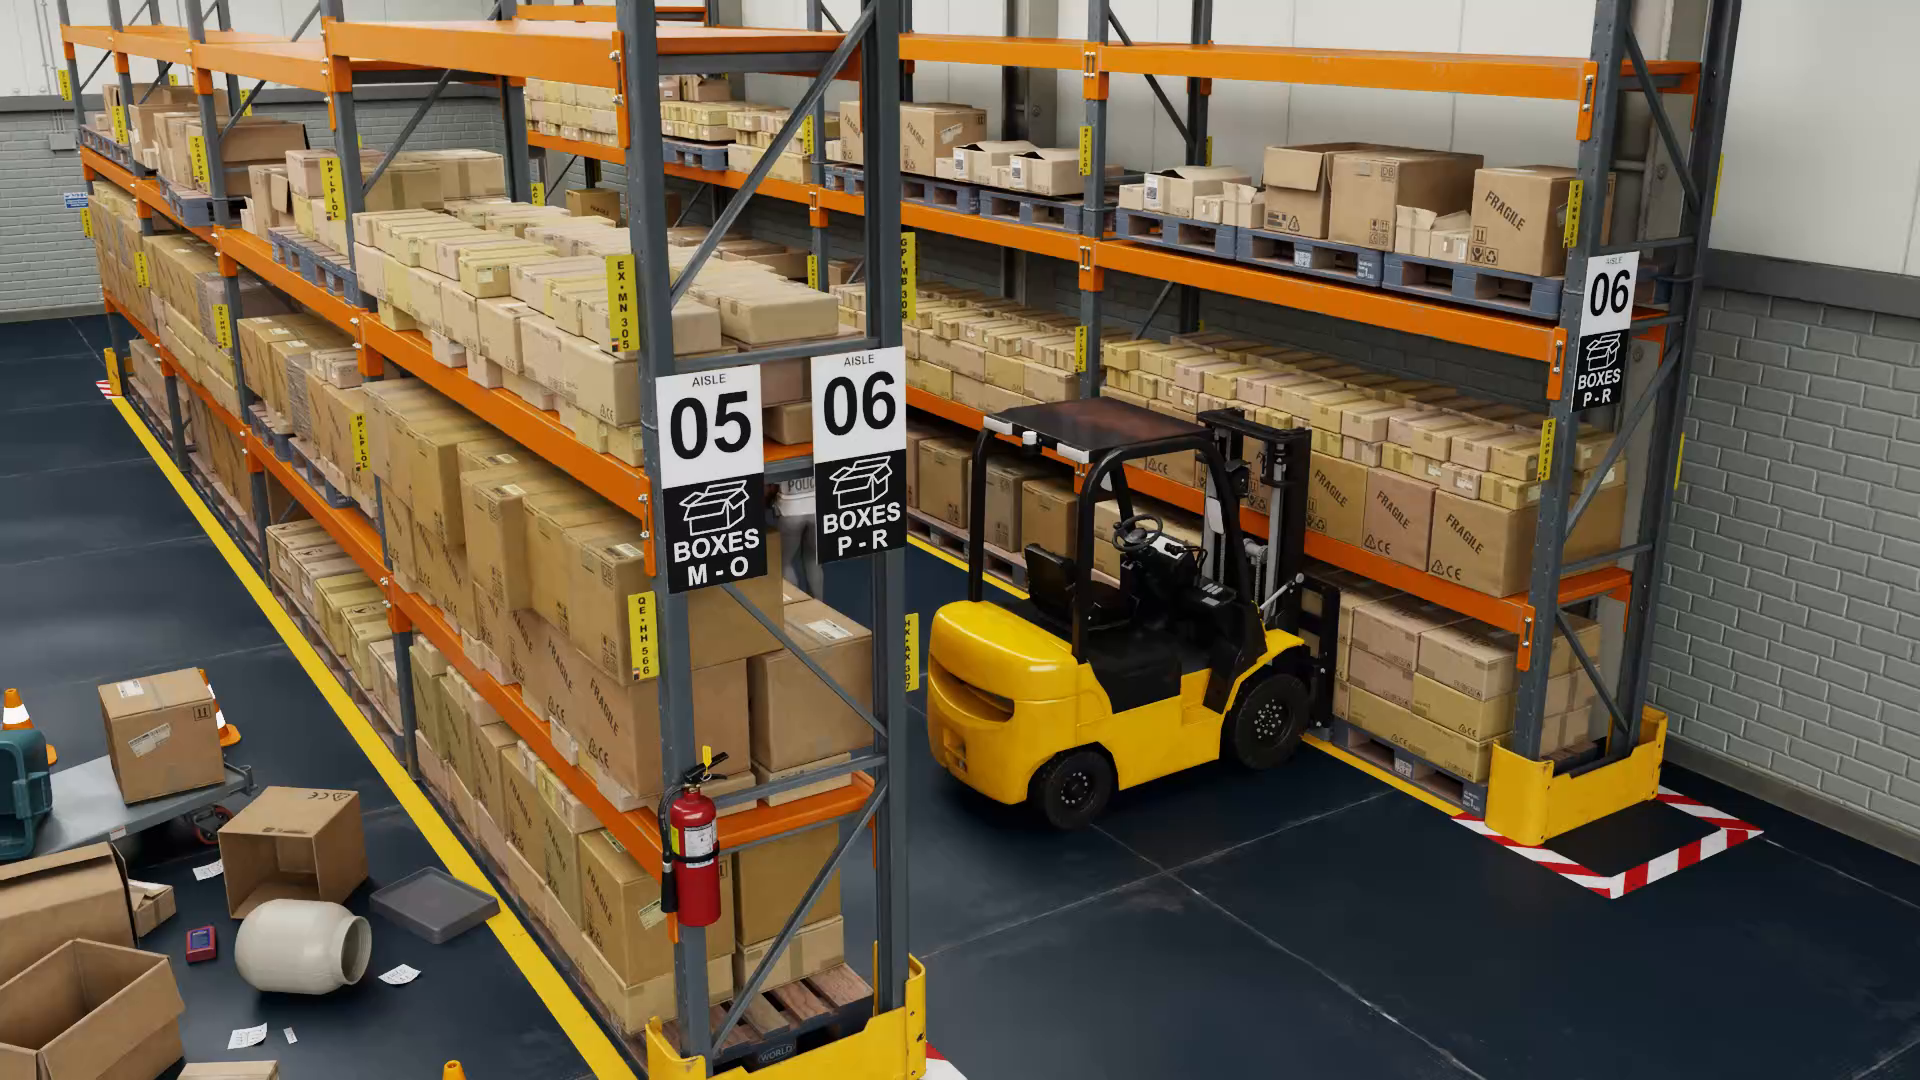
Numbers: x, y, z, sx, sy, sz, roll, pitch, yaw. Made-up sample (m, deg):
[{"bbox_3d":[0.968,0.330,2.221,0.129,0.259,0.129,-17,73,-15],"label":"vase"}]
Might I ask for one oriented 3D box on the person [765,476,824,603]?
[{"bbox_3d":[-1.199,-0.194,12.104,0.450,1.688,0.539,-11,21,-31],"label":"person"}]
